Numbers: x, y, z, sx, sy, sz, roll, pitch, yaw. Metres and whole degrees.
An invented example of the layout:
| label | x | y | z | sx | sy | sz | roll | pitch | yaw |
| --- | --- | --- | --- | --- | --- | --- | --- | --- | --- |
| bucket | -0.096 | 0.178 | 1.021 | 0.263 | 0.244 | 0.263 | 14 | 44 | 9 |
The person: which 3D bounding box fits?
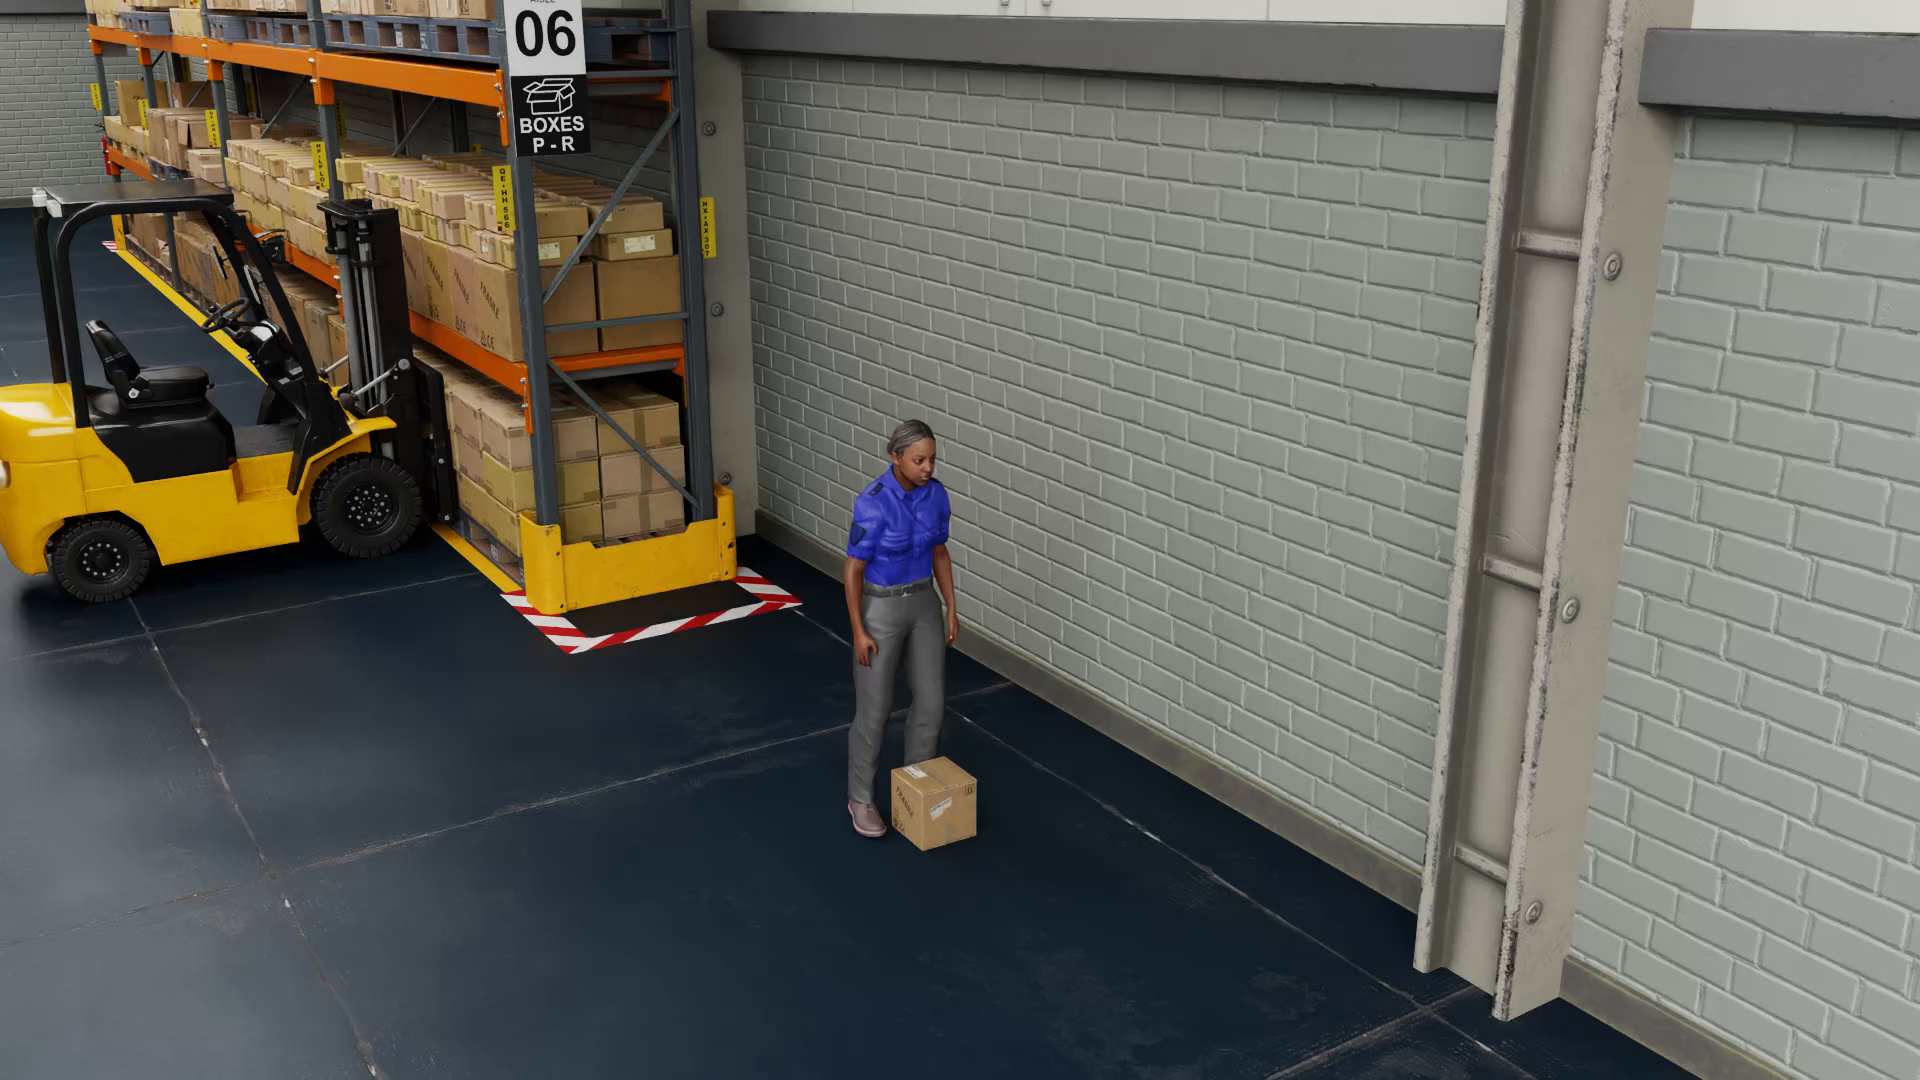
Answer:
| label | x | y | z | sx | sy | sz | roll | pitch | yaw |
| --- | --- | --- | --- | --- | --- | --- | --- | --- | --- |
| person | -0.228 | 0.328 | 6.566 | 0.518 | 1.654 | 0.393 | -12 | 22 | -32 |
